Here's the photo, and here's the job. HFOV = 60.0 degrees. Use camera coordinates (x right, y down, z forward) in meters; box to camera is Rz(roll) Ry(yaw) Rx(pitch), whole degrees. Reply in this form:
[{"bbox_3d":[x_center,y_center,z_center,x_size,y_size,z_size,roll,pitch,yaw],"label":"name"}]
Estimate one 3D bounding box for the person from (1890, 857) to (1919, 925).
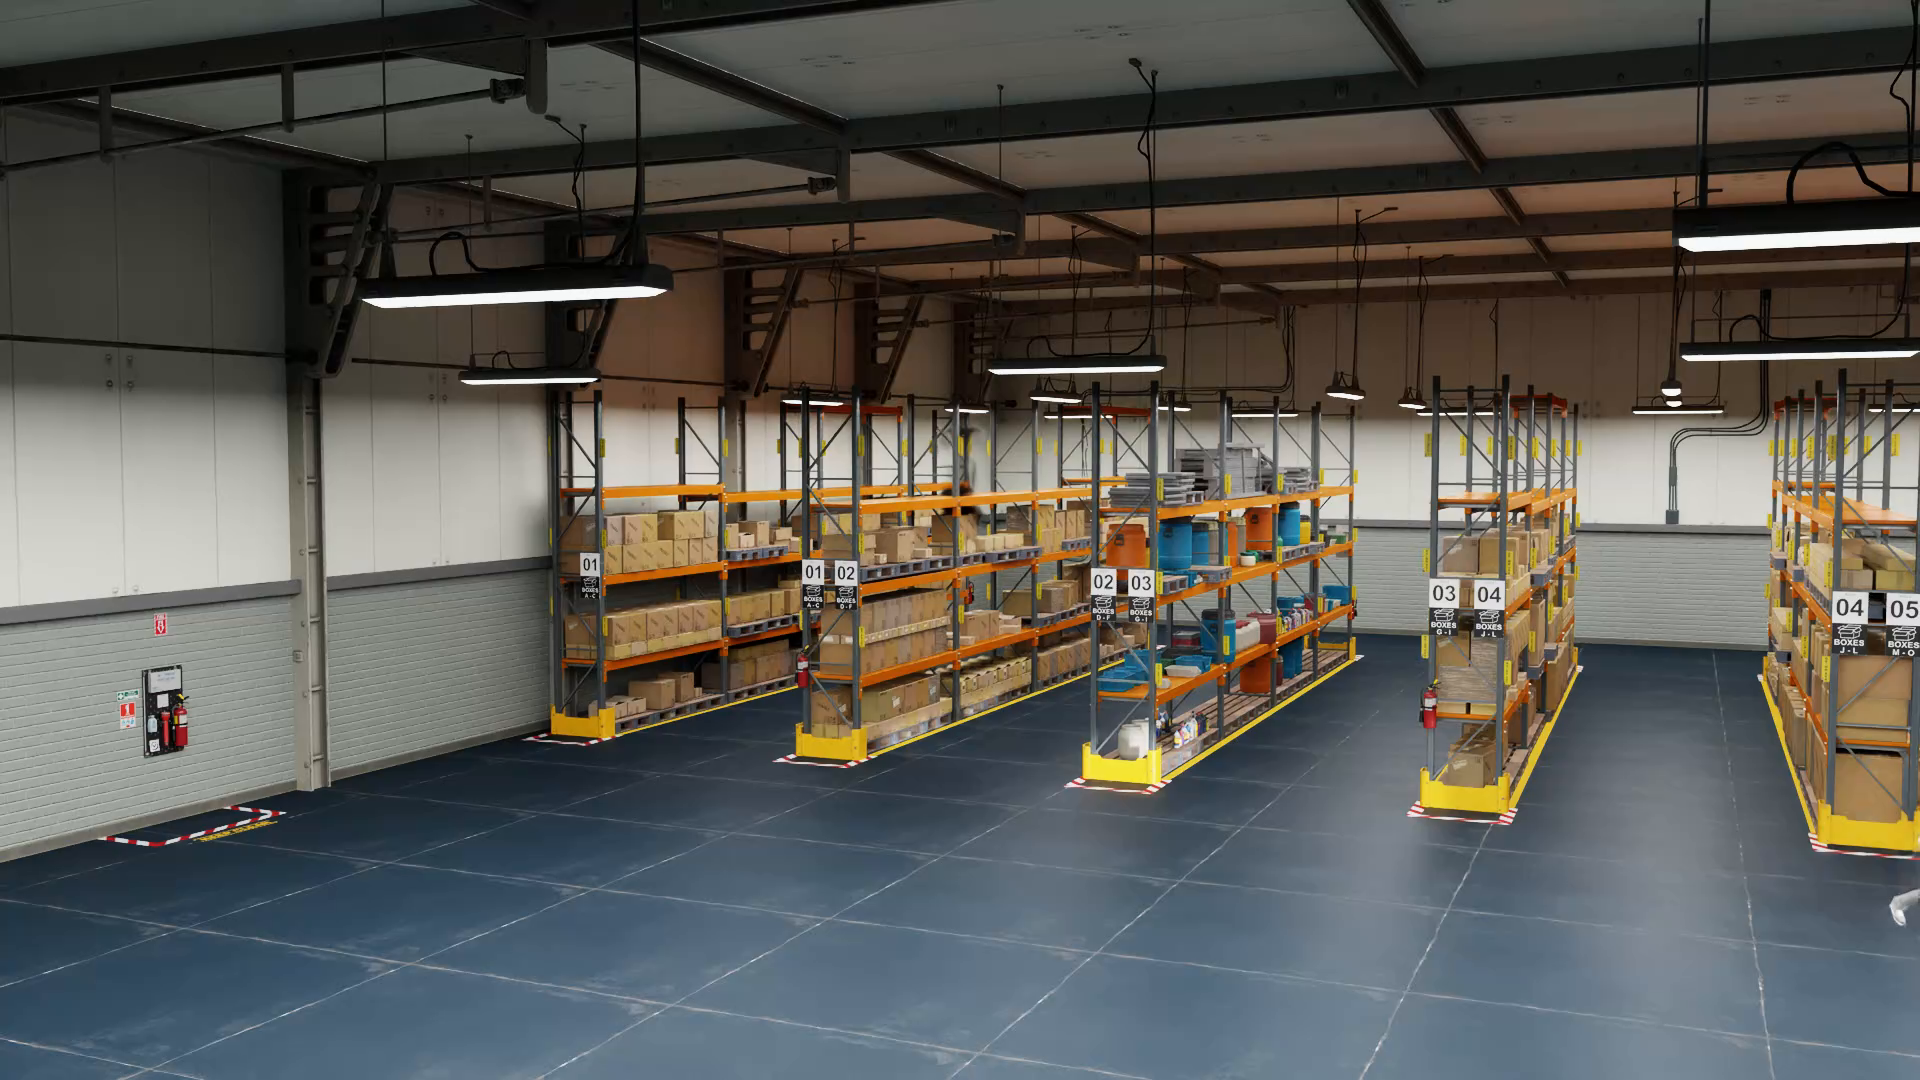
[{"bbox_3d":[9.817,3.330,16.797,0.570,1.547,0.914,-1,3,-21],"label":"person"}]
